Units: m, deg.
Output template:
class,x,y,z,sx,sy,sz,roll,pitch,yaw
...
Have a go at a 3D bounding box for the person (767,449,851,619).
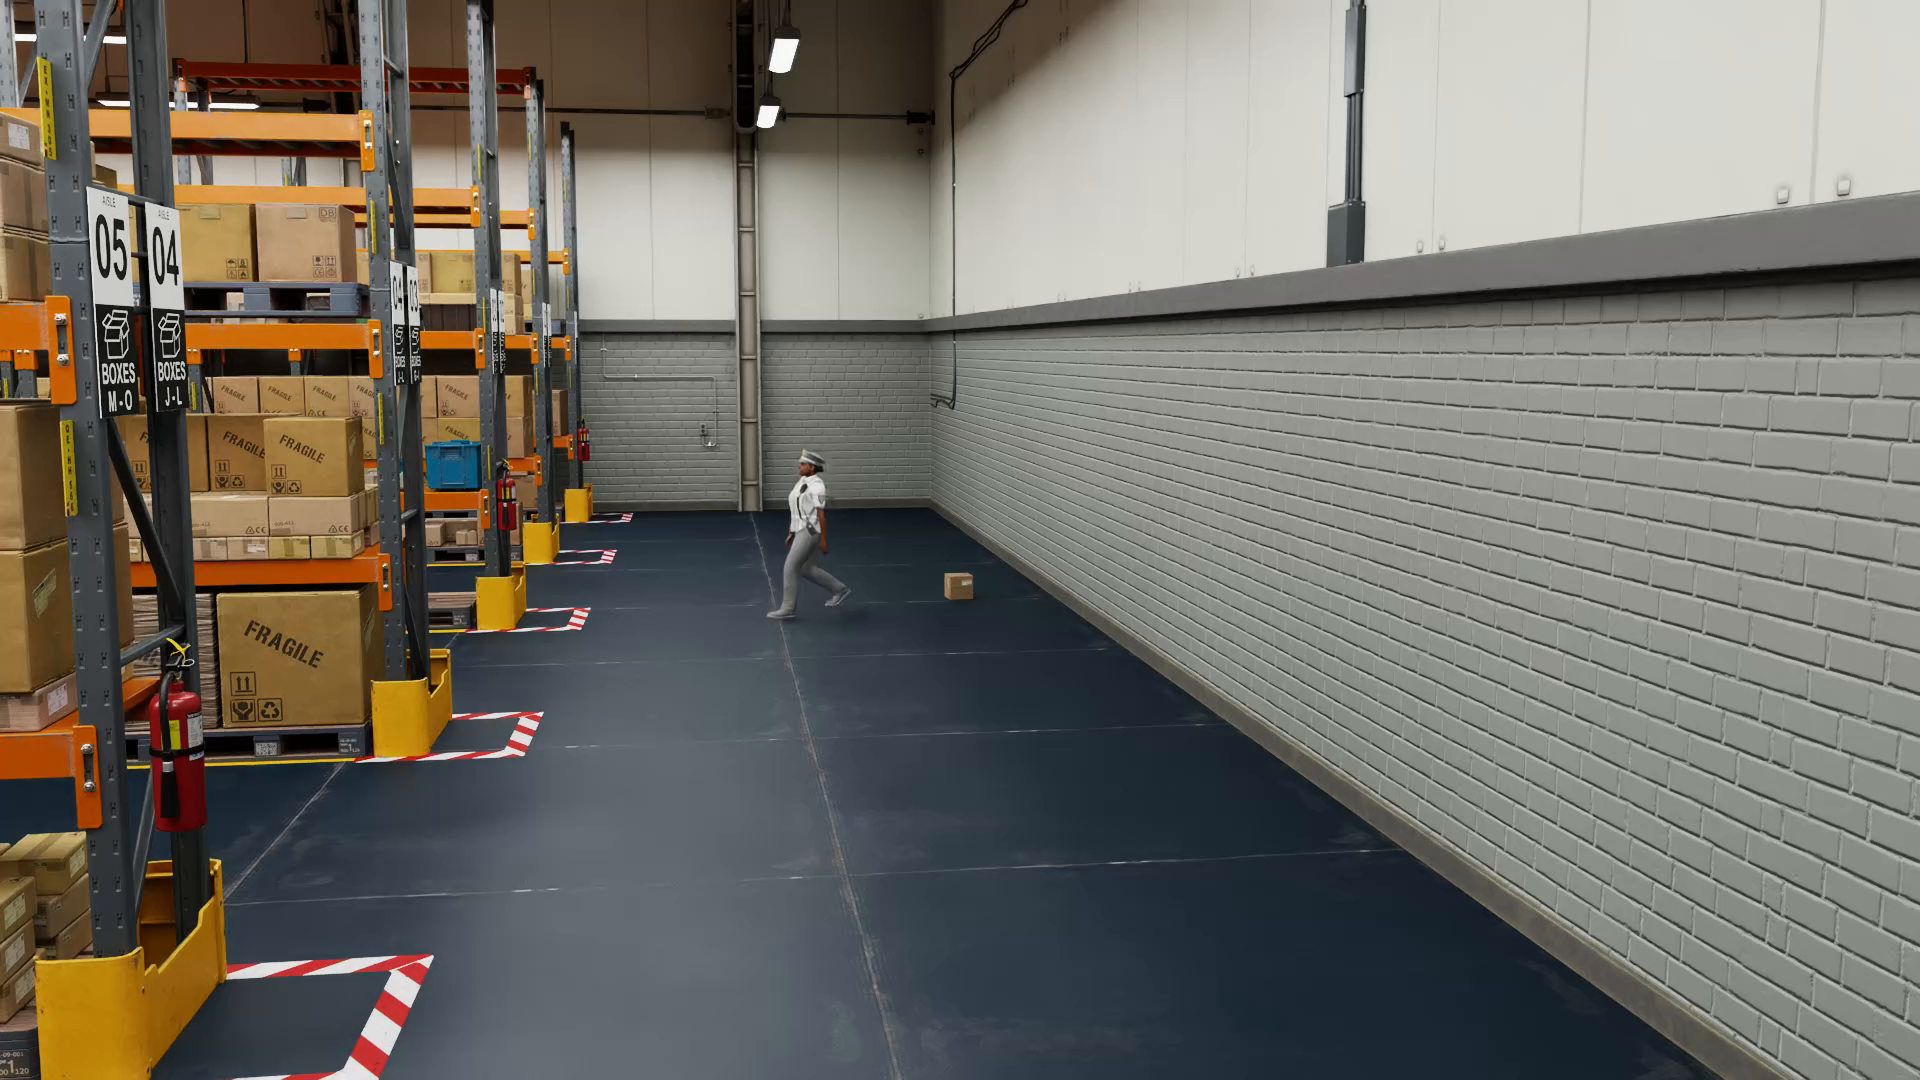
class,x,y,z,sx,sy,sz,roll,pitch,yaw
person,-1.481,-0.075,16.319,0.921,1.644,0.460,-3,7,-24
